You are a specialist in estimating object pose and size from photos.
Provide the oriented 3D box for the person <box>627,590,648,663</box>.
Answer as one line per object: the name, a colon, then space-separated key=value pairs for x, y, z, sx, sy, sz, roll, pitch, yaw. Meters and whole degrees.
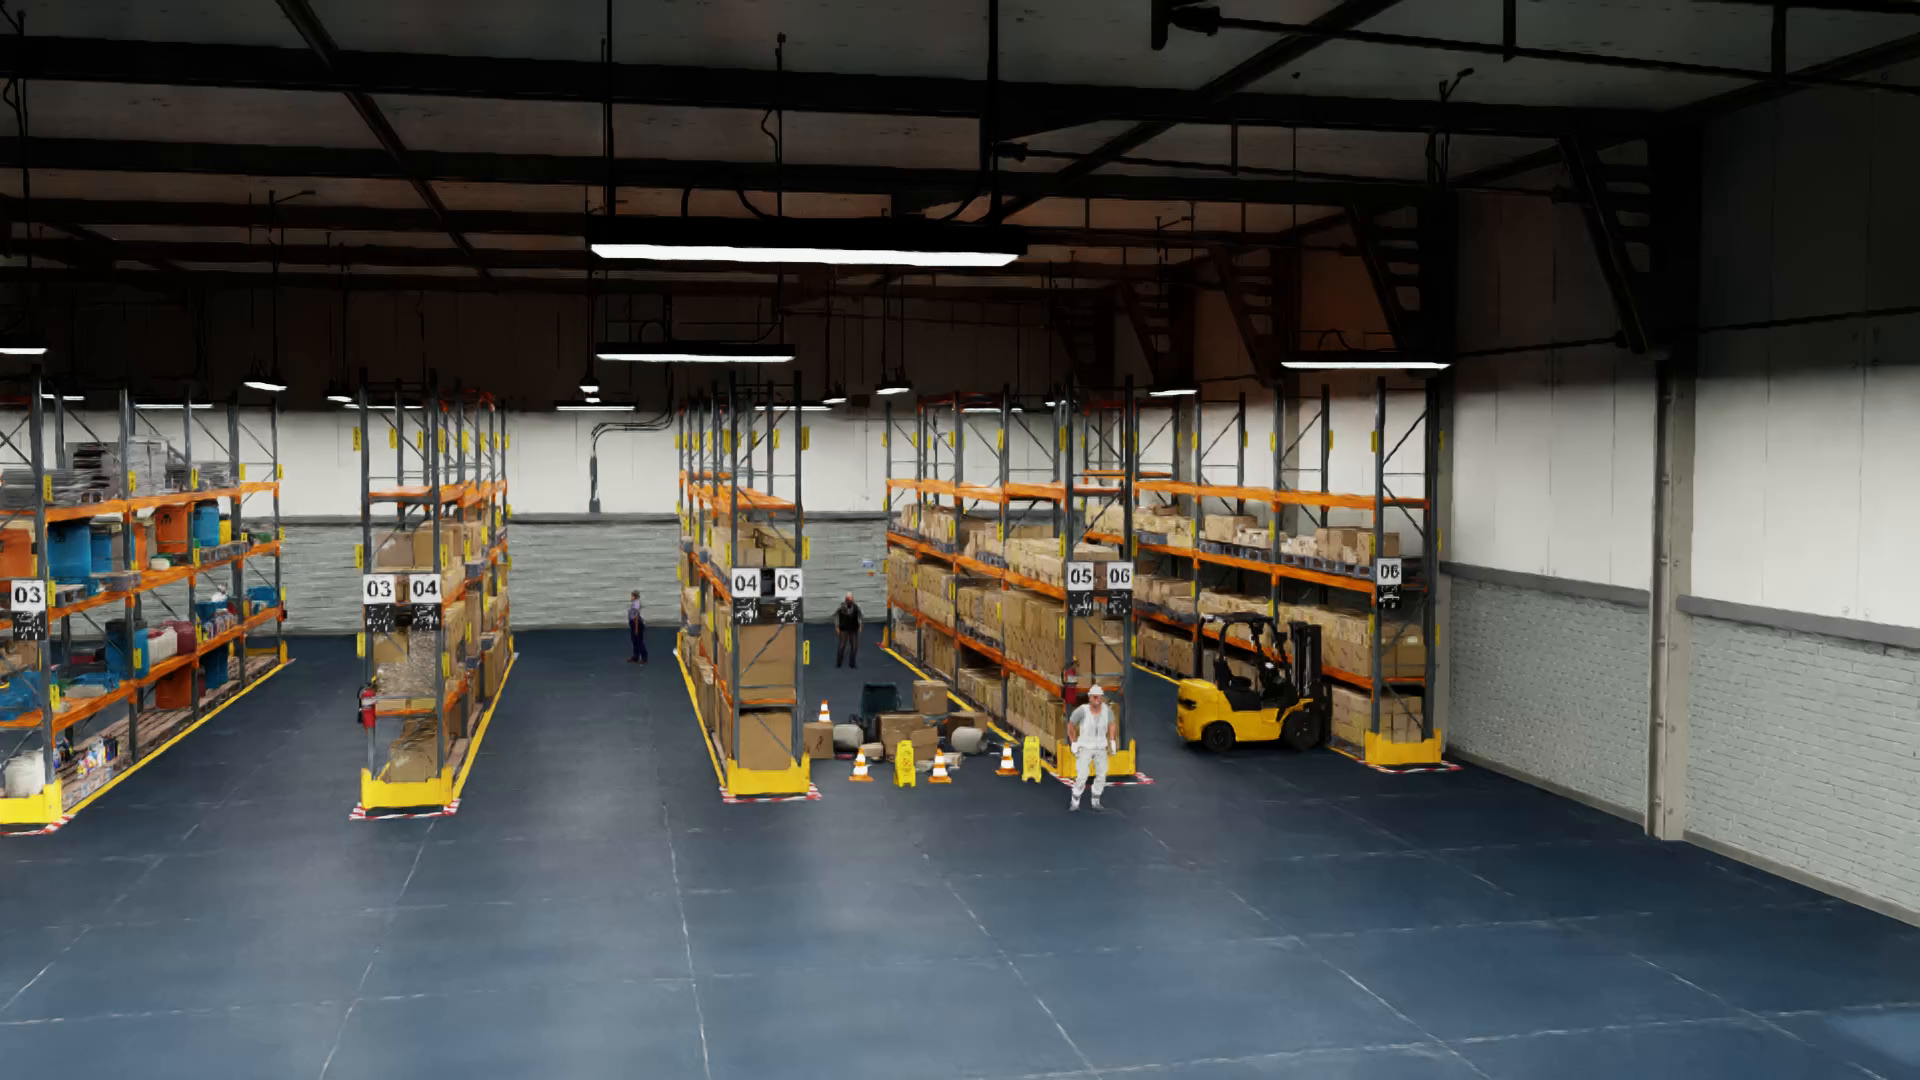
person: x=-7.298 y=1.945 z=37.537 sx=0.496 sy=1.642 sz=0.671 roll=0 pitch=3 yaw=-6

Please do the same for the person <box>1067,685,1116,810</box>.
person: x=1.785 y=2.805 z=22.428 sx=0.677 sy=1.742 sz=0.552 roll=-1 pitch=4 yaw=-14

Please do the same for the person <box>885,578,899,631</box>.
person: x=-1.644 y=1.636 z=42.389 sx=0.448 sy=1.668 sz=0.626 roll=-3 pitch=5 yaw=-43

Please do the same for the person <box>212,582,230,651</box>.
person: x=-17.612 y=1.823 z=39.461 sx=0.473 sy=1.660 sz=0.639 roll=3 pitch=4 yaw=37

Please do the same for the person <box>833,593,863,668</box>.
person: x=-2.467 y=1.991 z=36.674 sx=0.677 sy=1.674 sz=0.534 roll=-1 pitch=4 yaw=-14
